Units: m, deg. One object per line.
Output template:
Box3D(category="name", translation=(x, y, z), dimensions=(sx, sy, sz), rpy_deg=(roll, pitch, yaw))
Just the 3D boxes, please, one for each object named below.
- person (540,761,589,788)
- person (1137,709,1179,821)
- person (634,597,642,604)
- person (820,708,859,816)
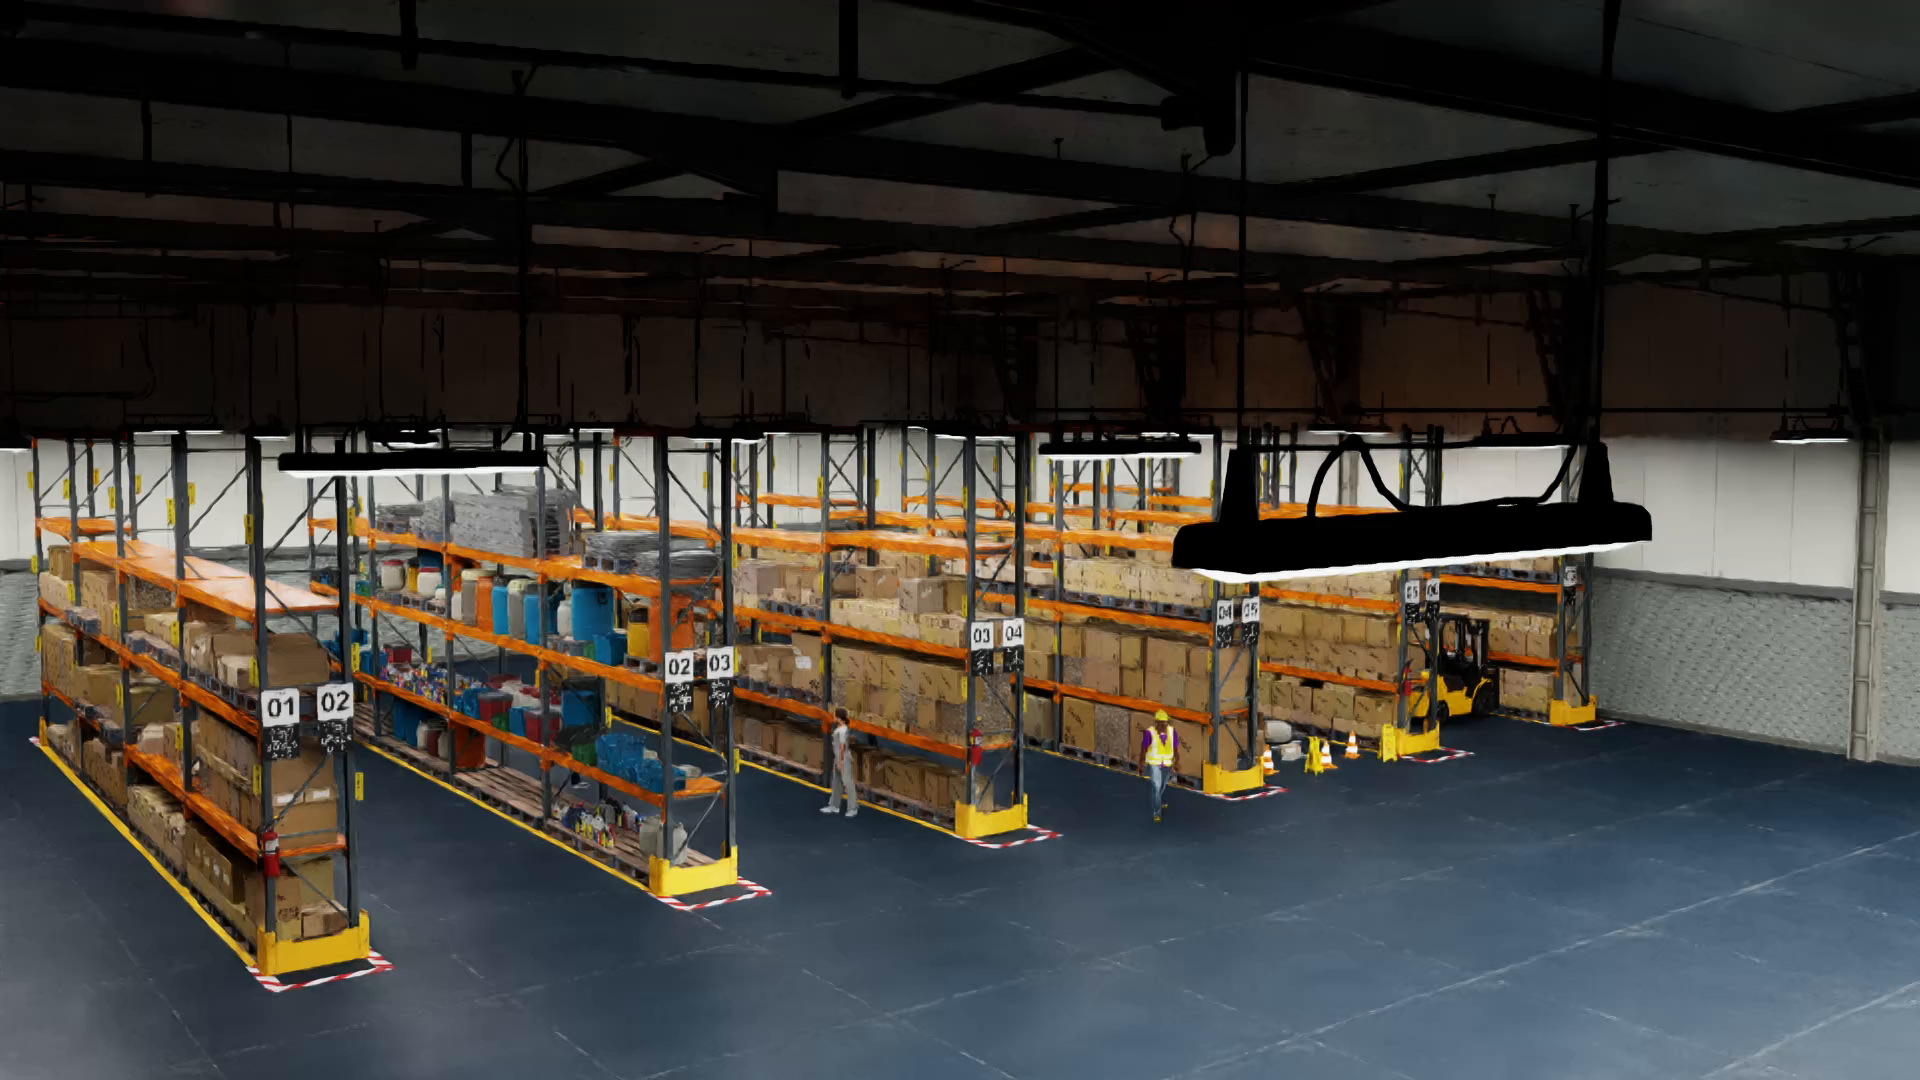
Box3D(category="person", translation=(-6.638, 3.381, 27.702), dimensions=(0.788, 1.525, 0.561), rpy_deg=(3, 6, 36))
Box3D(category="person", translation=(3.091, 3.457, 25.812), dimensions=(0.618, 1.712, 0.971), rpy_deg=(-1, 5, -16))
Box3D(category="person", translation=(-8.112, 2.235, 41.886), dimensions=(0.446, 1.591, 1.110), rpy_deg=(-4, 6, -39))
Box3D(category="person", translation=(-1.882, 3.443, 25.967), dimensions=(0.575, 1.665, 0.577), rpy_deg=(-1, 5, -15))
